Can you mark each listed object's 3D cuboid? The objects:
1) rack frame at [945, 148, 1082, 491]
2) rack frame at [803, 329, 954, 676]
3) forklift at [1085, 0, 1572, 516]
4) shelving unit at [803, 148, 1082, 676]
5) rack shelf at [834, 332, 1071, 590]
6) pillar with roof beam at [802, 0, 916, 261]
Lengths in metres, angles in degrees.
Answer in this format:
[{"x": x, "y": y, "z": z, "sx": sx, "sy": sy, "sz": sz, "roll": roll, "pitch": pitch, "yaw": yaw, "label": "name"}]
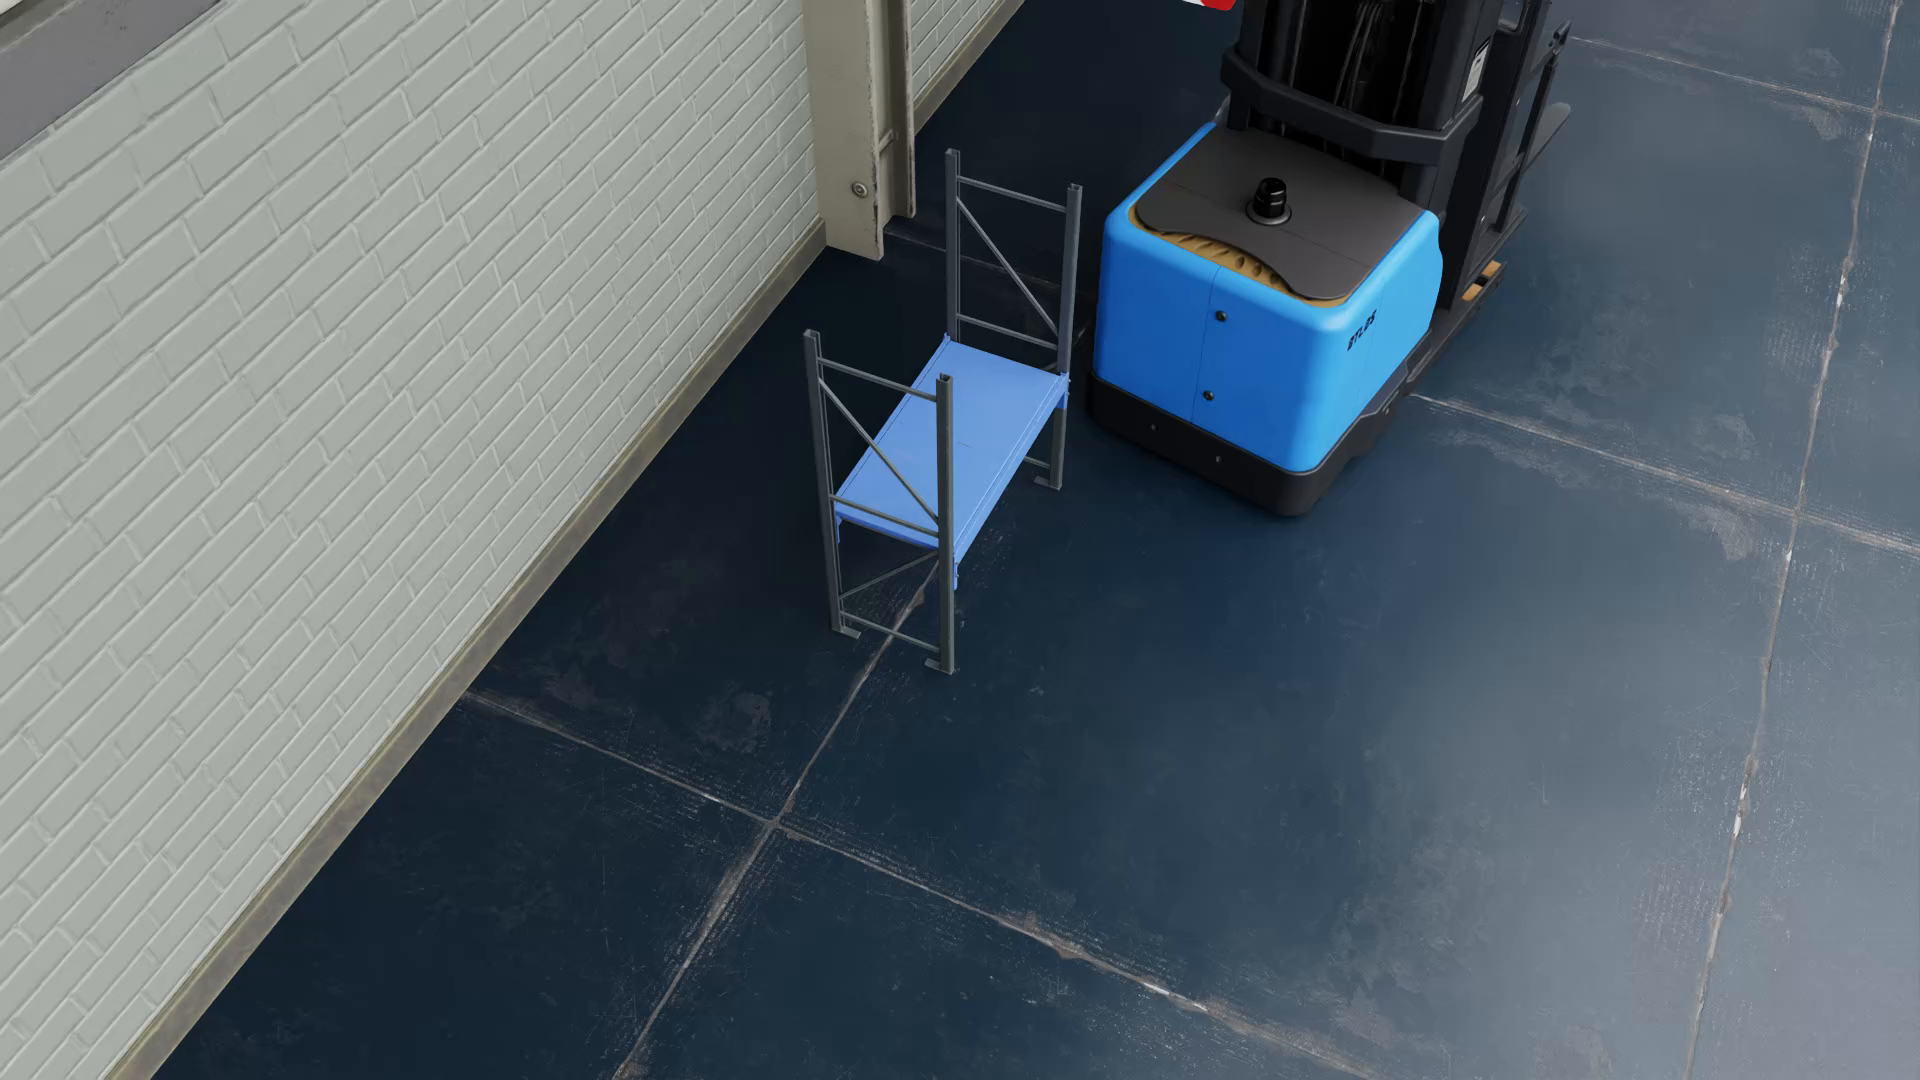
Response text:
[{"x": 0.181, "y": -0.777, "z": 6.242, "sx": 0.500, "sy": 1.500, "sz": 0.032, "roll": 20, "pitch": 52, "yaw": 16, "label": "rack frame"}, {"x": -0.254, "y": -0.077, "z": 5.646, "sx": 0.500, "sy": 1.500, "sz": 0.032, "roll": 20, "pitch": 52, "yaw": 16, "label": "rack frame"}, {"x": 1.799, "y": -2.131, "z": 6.454, "sx": 1.130, "sy": 2.935, "sz": 3.031, "roll": 29, "pitch": 56, "yaw": 23, "label": "forklift"}, {"x": -0.036, "y": -0.427, "z": 5.944, "sx": 0.538, "sy": 1.500, "sz": 1.048, "roll": 20, "pitch": 52, "yaw": 16, "label": "shelving unit"}, {"x": -0.036, "y": -0.311, "z": 6.081, "sx": 0.538, "sy": 0.185, "sz": 1.000, "roll": 20, "pitch": 52, "yaw": 16, "label": "rack shelf"}, {"x": 3.463, "y": -2.987, "z": 3.198, "sx": 9.100, "sy": 9.000, "sz": 0.400, "roll": 20, "pitch": 52, "yaw": 16, "label": "pillar with roof beam"}]
